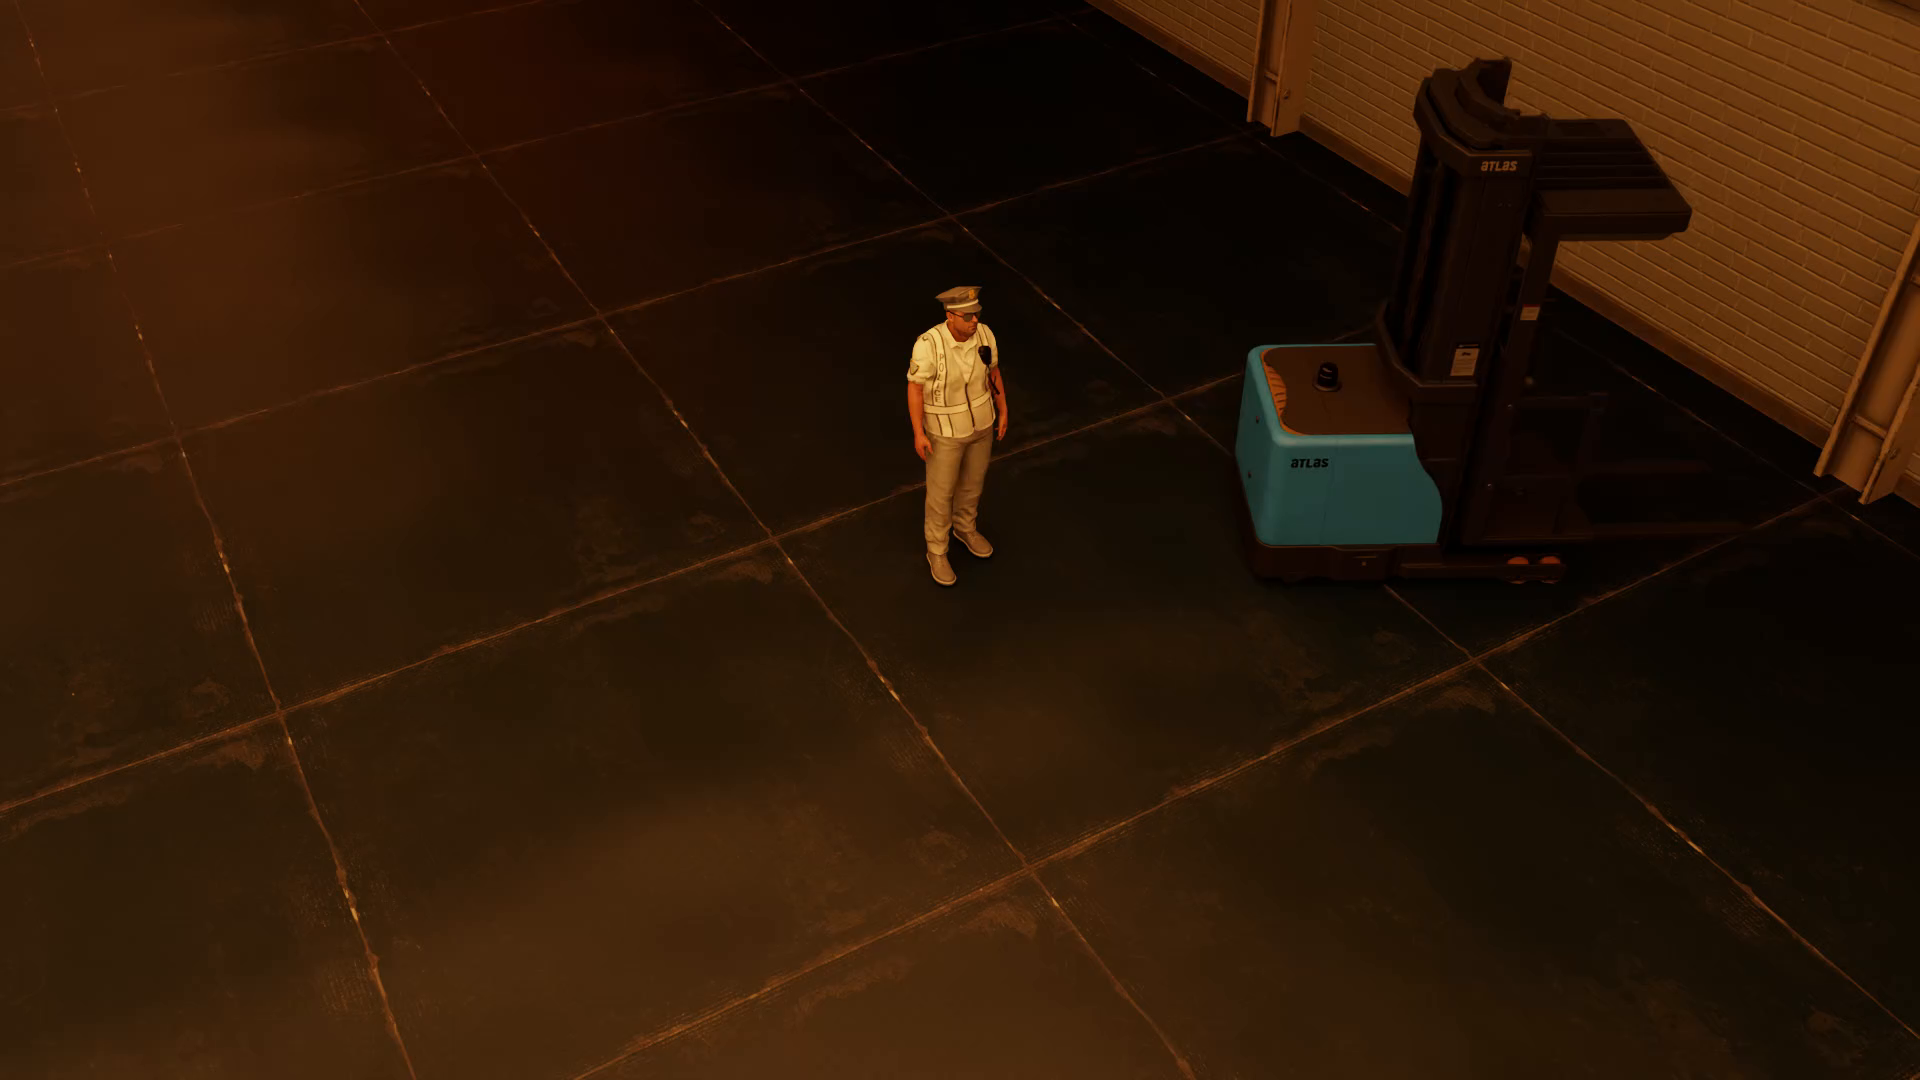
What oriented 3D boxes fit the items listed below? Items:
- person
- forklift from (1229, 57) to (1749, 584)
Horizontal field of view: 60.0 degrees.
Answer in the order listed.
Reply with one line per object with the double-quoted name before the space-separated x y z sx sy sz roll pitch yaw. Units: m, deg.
"person" 0.029 -0.645 9.702 0.640 1.780 0.575 -20 44 -23
"forklift" 3.252 -1.203 9.487 3.031 2.935 1.130 -1 40 -1
